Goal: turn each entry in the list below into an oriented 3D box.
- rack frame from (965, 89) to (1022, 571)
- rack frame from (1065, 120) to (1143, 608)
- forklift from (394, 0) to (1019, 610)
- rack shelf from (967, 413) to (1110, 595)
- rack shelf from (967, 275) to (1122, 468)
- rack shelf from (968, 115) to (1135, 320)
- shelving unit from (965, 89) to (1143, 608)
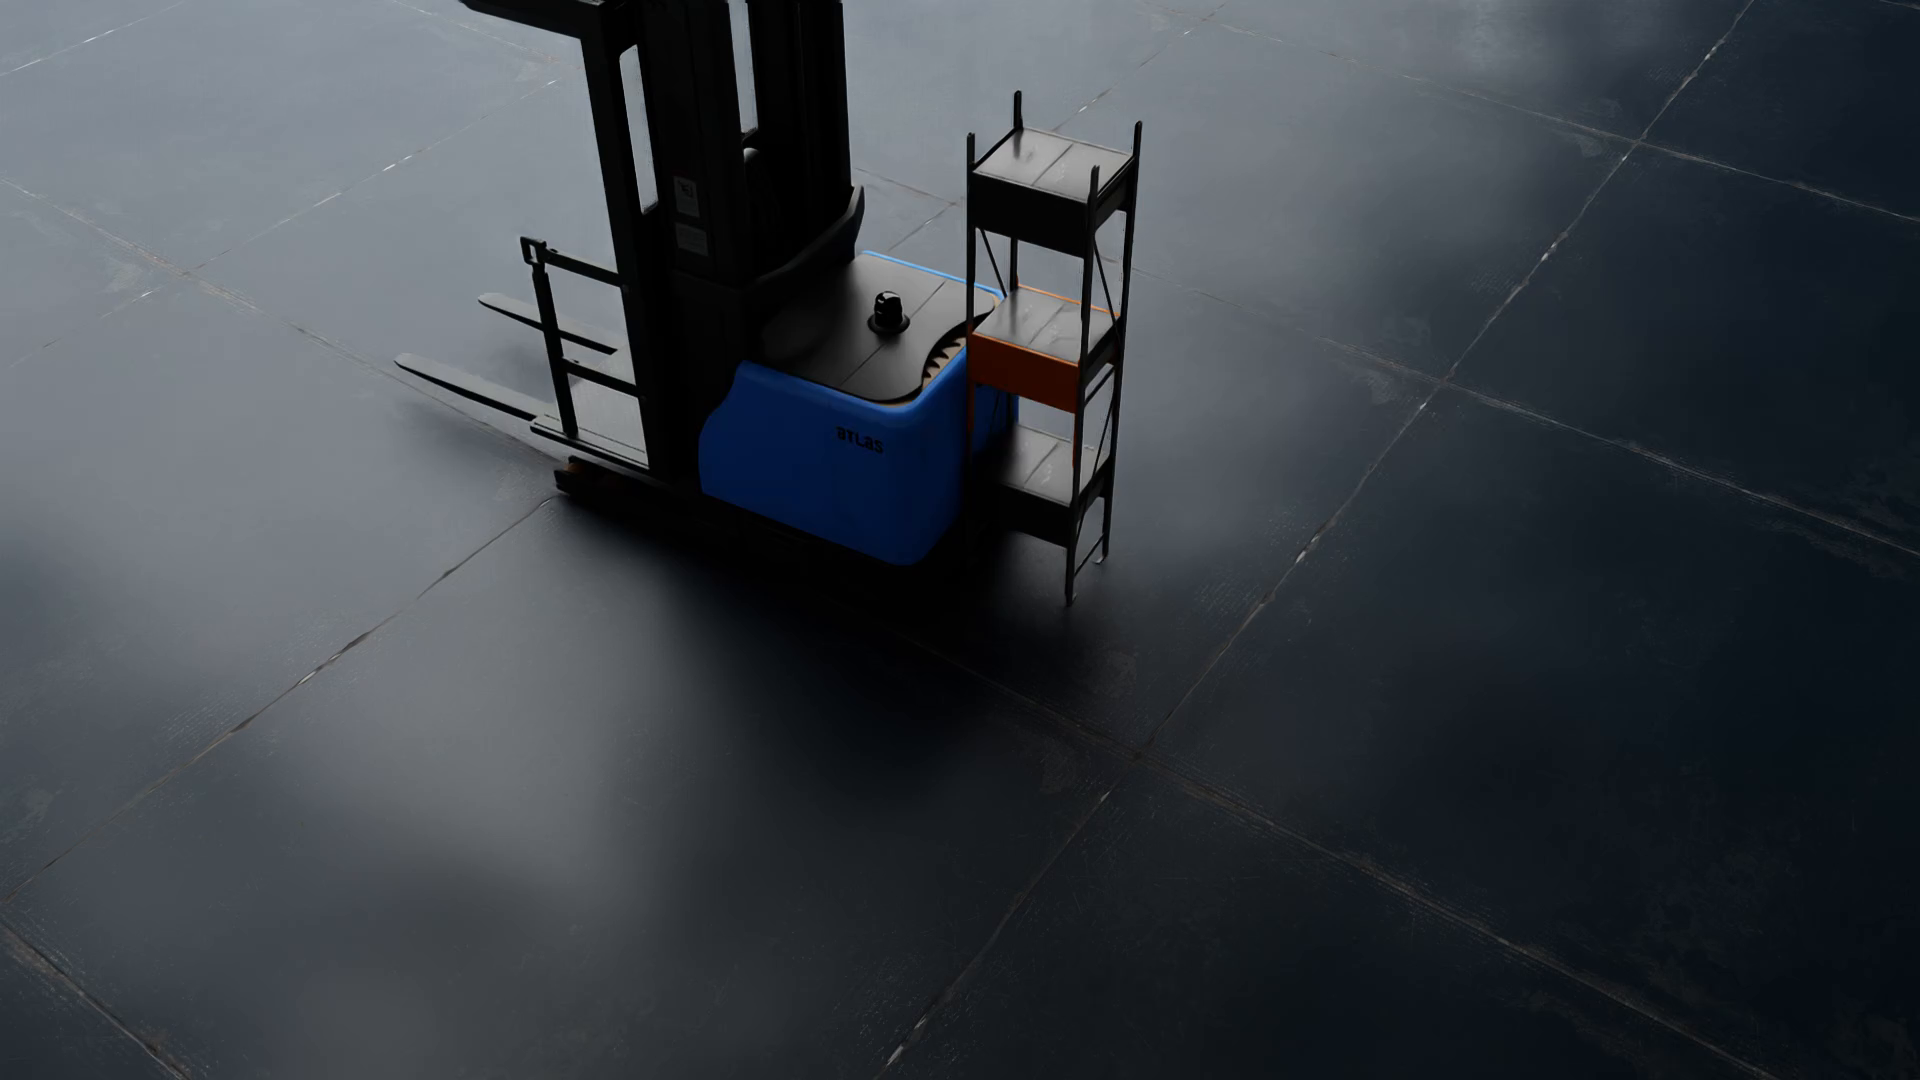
[{"bbox_3d":[0.126,-0.765,6.719,0.015,2.100,0.400,20,46,21],"label":"rack frame"},{"bbox_3d":[0.554,-0.609,6.544,0.015,2.100,0.400,20,46,21],"label":"rack frame"},{"bbox_3d":[-1.269,-1.509,6.927,3.031,2.935,1.130,20,46,21],"label":"forklift"},{"bbox_3d":[0.340,-0.155,7.107,0.480,0.518,0.431,20,46,21],"label":"rack shelf"},{"bbox_3d":[0.340,-0.677,6.640,0.480,0.518,0.431,20,46,21],"label":"rack shelf"},{"bbox_3d":[0.340,-1.199,6.174,0.480,0.518,0.431,20,46,21],"label":"rack shelf"},{"bbox_3d":[0.340,-0.687,6.631,0.503,2.100,0.431,20,46,21],"label":"shelving unit"}]
